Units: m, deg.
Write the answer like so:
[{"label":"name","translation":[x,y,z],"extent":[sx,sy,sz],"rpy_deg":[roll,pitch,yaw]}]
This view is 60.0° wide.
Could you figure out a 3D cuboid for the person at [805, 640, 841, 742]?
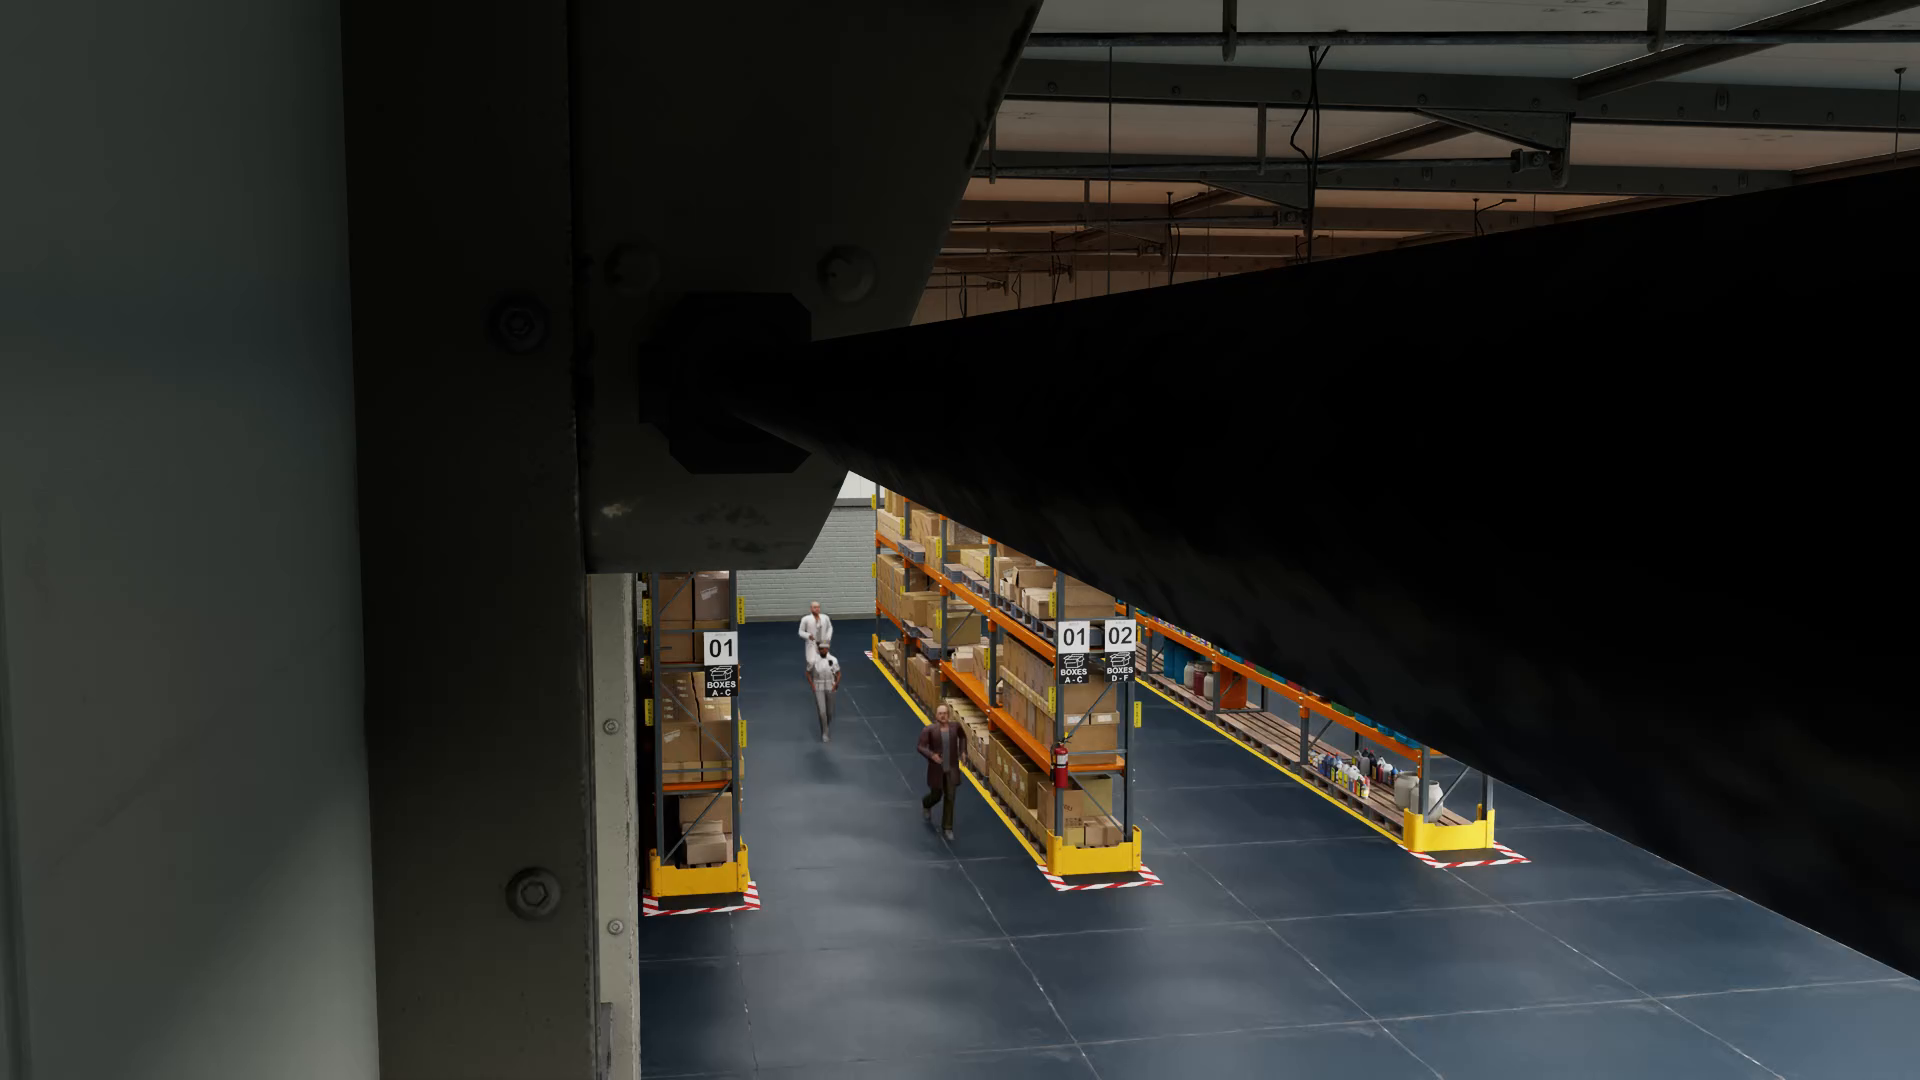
[{"label":"person","translation":[-2.242,2.451,27.341],"extent":[0.590,1.667,0.695],"rpy_deg":[-1,6,-12]}]

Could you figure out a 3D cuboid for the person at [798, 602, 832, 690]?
[{"label":"person","translation":[-2.647,2.053,31.036],"extent":[0.698,1.794,0.633],"rpy_deg":[-2,6,-20]}]

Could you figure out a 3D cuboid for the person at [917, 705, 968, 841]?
[{"label":"person","translation":[-0.238,3.128,22.729],"extent":[0.719,1.781,0.995],"rpy_deg":[-1,6,-12]}]
